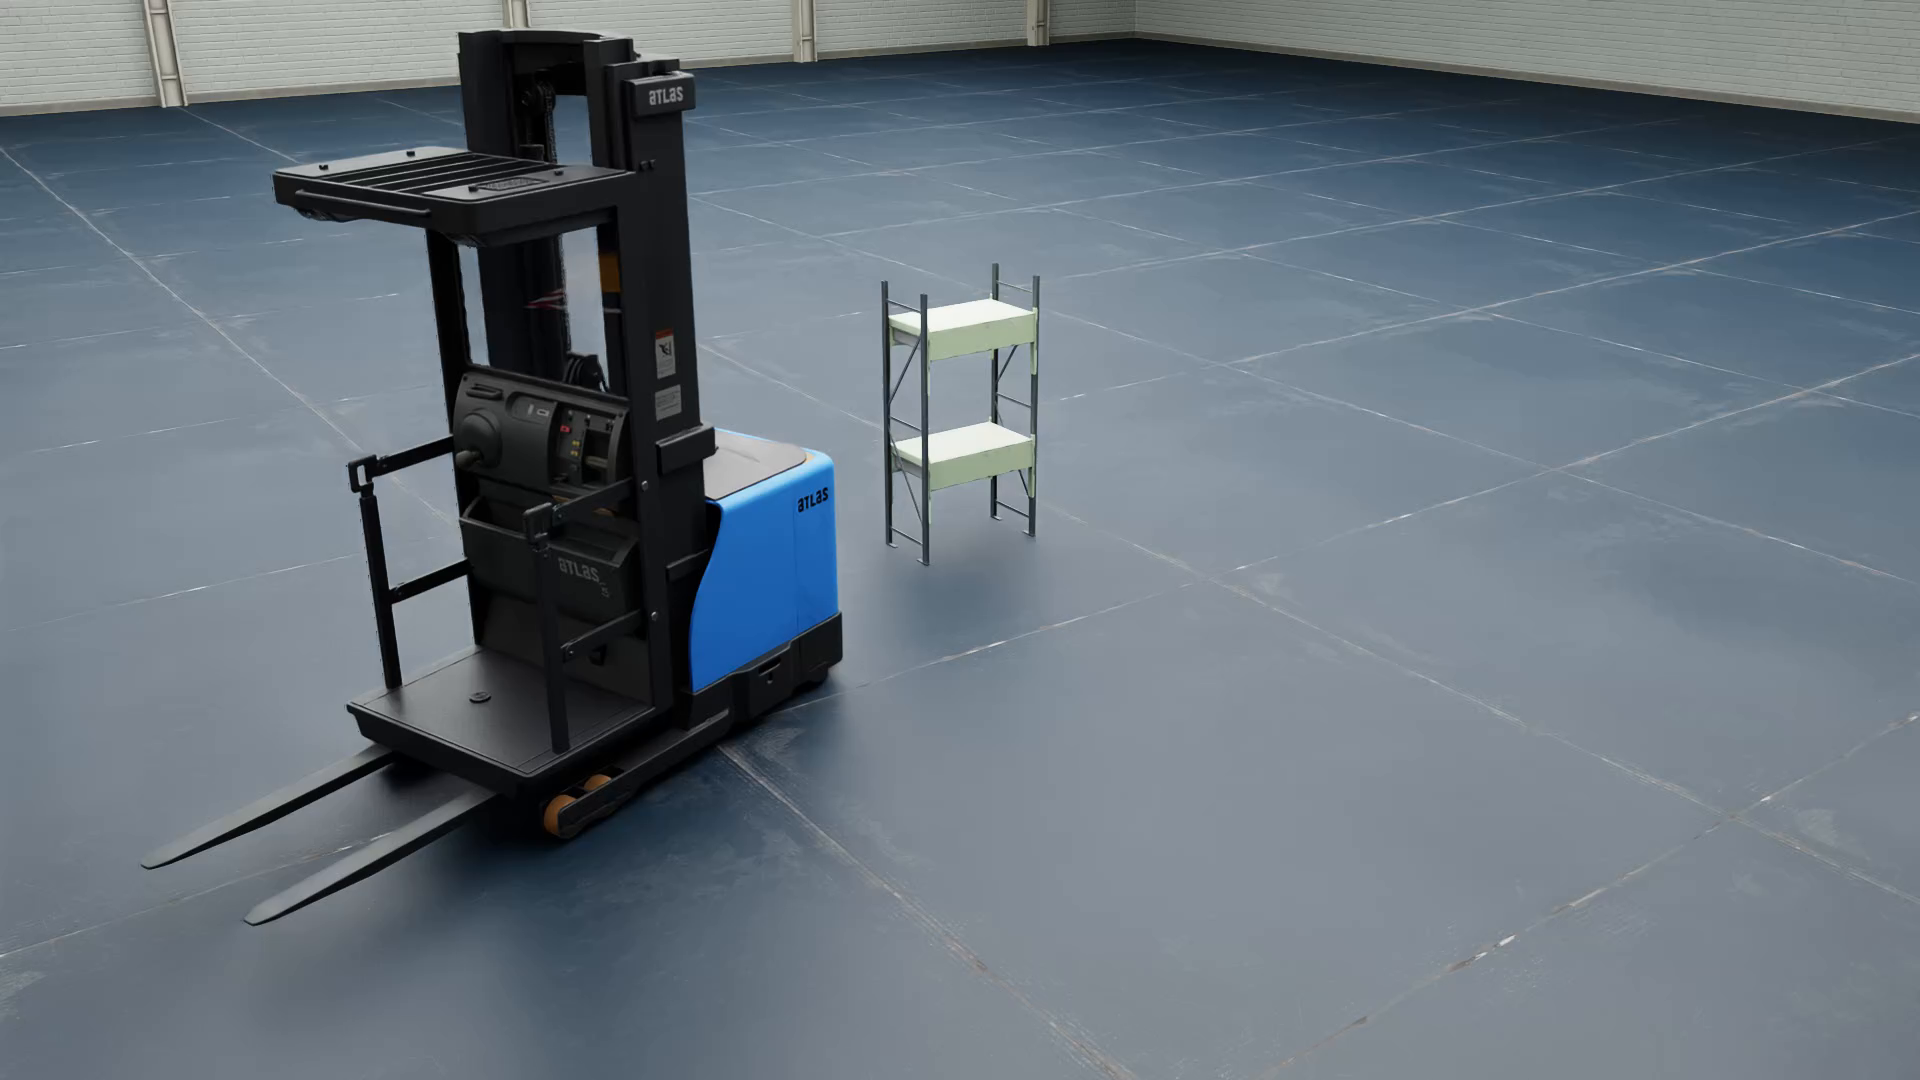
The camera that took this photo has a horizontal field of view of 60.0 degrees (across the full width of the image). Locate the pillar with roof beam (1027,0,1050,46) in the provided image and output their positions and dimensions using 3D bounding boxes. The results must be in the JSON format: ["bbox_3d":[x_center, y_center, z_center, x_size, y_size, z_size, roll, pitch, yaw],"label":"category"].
[{"bbox_3d":[4.248,-13.892,32.068,0.400,9.000,9.100,-15,26,-33],"label":"pillar with roof beam"}]

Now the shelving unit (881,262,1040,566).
[{"bbox_3d":[0.005,-0.698,9.122,0.755,1.500,0.431,-15,26,-33],"label":"shelving unit"}]

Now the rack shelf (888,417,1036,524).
[{"bbox_3d":[0.005,-0.395,9.243,0.720,0.370,0.431,-15,26,-33],"label":"rack shelf"}]

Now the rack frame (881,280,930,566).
[{"bbox_3d":[-0.292,-0.619,8.923,0.023,1.500,0.400,-15,26,-33],"label":"rack frame"}]

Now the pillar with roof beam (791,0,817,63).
[{"bbox_3d":[-0.623,-12.593,28.813,0.400,9.000,9.100,-15,26,-33],"label":"pillar with roof beam"}]

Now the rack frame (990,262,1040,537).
[{"bbox_3d":[0.303,-0.777,9.321,0.023,1.500,0.400,-15,26,-33],"label":"rack frame"}]

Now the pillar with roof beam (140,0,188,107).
[{"bbox_3d":[-10.364,-9.996,22.304,0.400,9.000,9.100,-15,26,-33],"label":"pillar with roof beam"}]

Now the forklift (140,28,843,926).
[{"bbox_3d":[-1.793,-0.399,6.441,1.130,2.935,3.031,14,26,31],"label":"forklift"}]

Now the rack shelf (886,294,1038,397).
[{"bbox_3d":[0.005,-1.061,8.977,0.720,0.370,0.431,-15,26,-33],"label":"rack shelf"}]

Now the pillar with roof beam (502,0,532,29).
[{"bbox_3d":[-5.493,-11.294,25.559,0.400,9.000,9.100,-15,26,-33],"label":"pillar with roof beam"}]
